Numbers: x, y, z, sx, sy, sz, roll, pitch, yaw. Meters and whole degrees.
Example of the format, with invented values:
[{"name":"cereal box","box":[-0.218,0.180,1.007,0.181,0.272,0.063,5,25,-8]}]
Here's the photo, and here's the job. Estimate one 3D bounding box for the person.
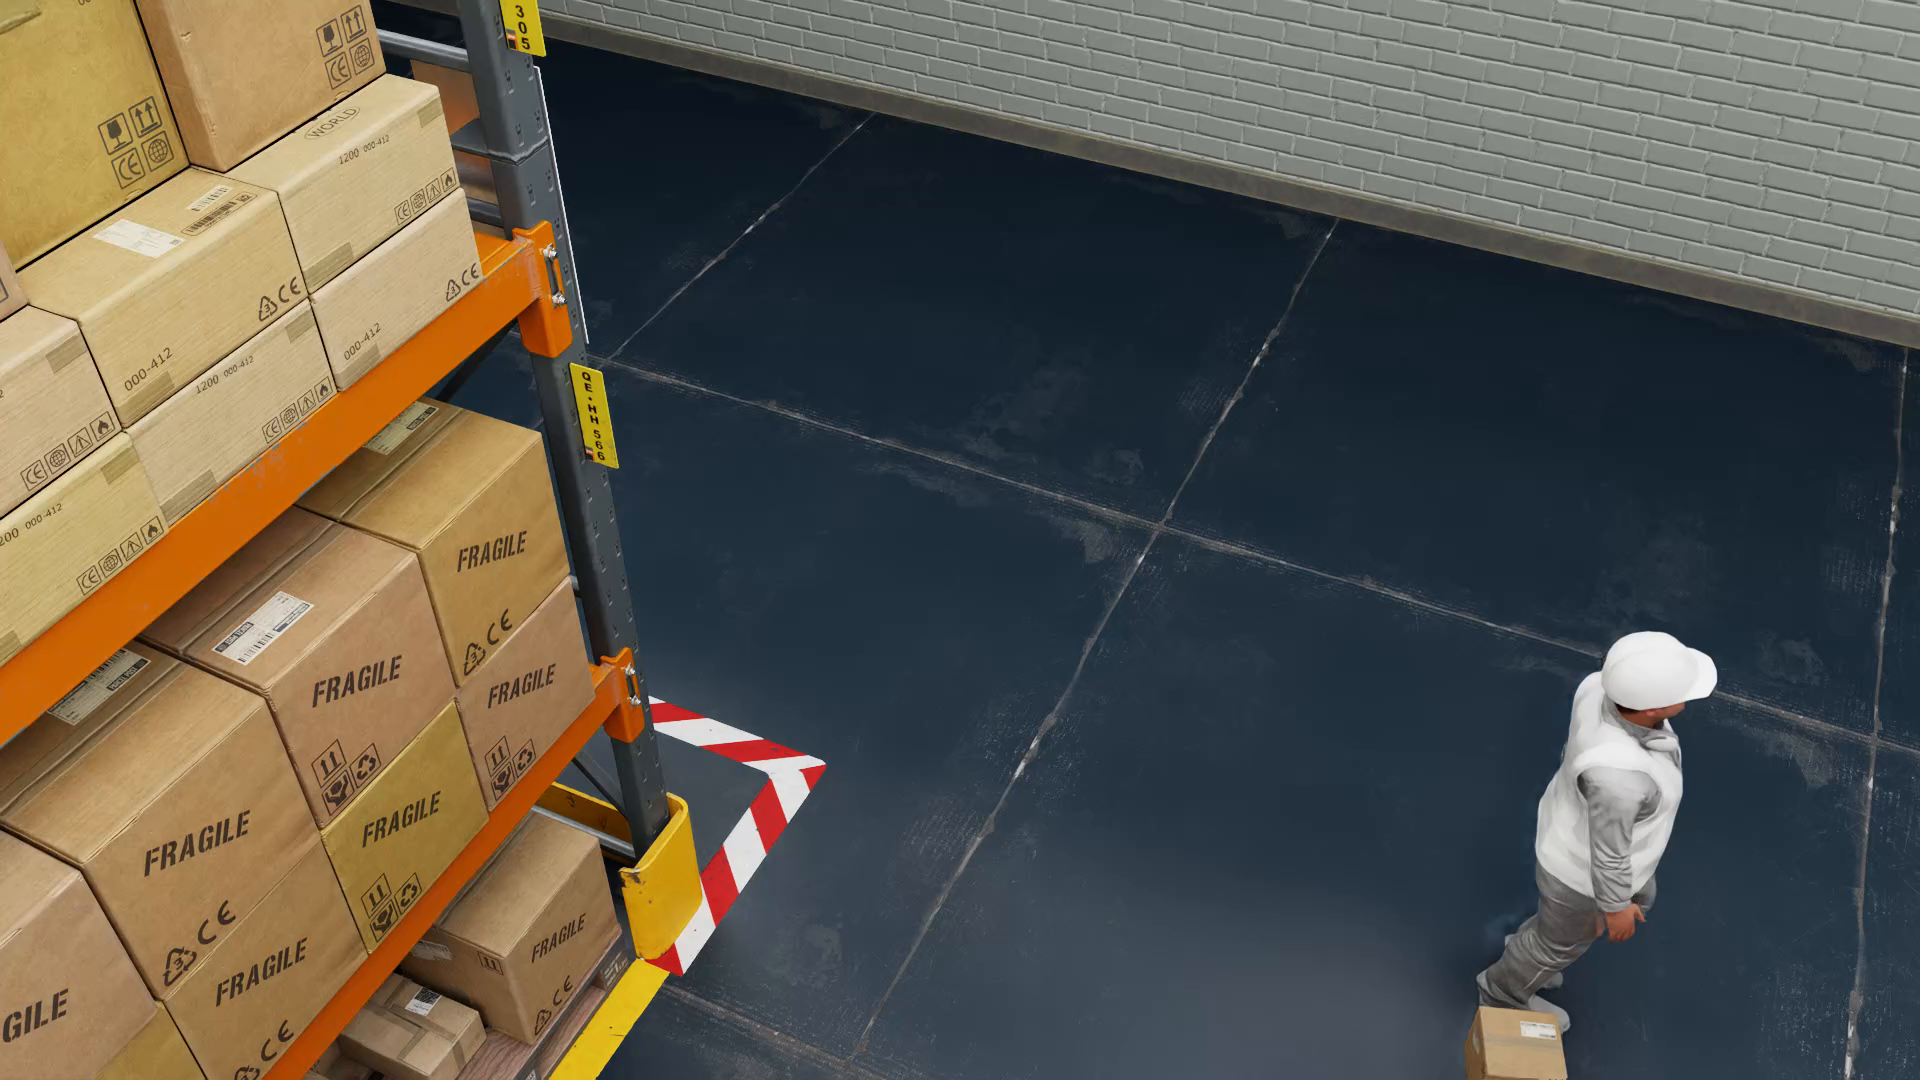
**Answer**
[{"name":"person","box":[1.966,0.955,5.068,0.462,1.812,0.540,13,43,14]}]
